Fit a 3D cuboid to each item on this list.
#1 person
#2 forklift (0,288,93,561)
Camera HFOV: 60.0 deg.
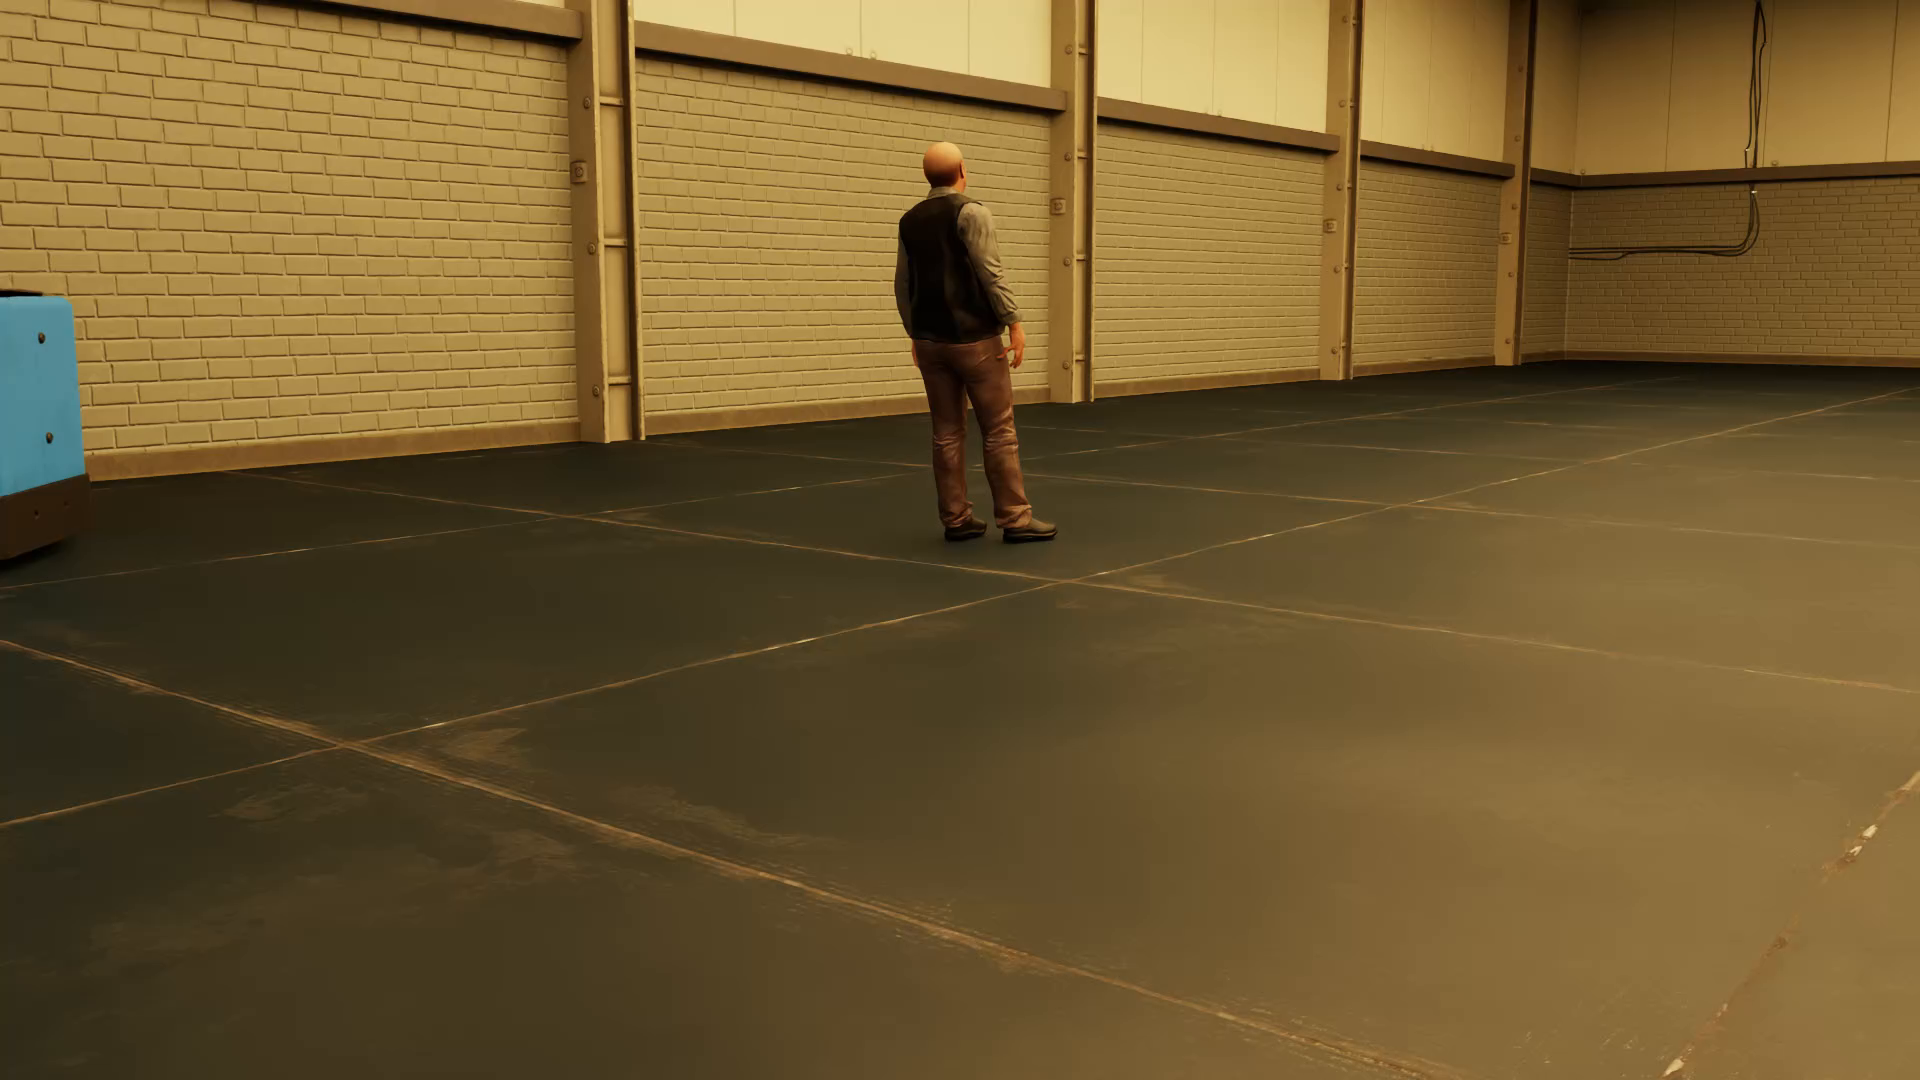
[{"bbox_3d":[0.045,-0.865,7.322,0.632,1.720,0.568,7,11,38],"label":"person"},{"bbox_3d":[-5.222,-1.337,6.421,3.031,2.935,1.130,-1,8,-8],"label":"forklift"}]
